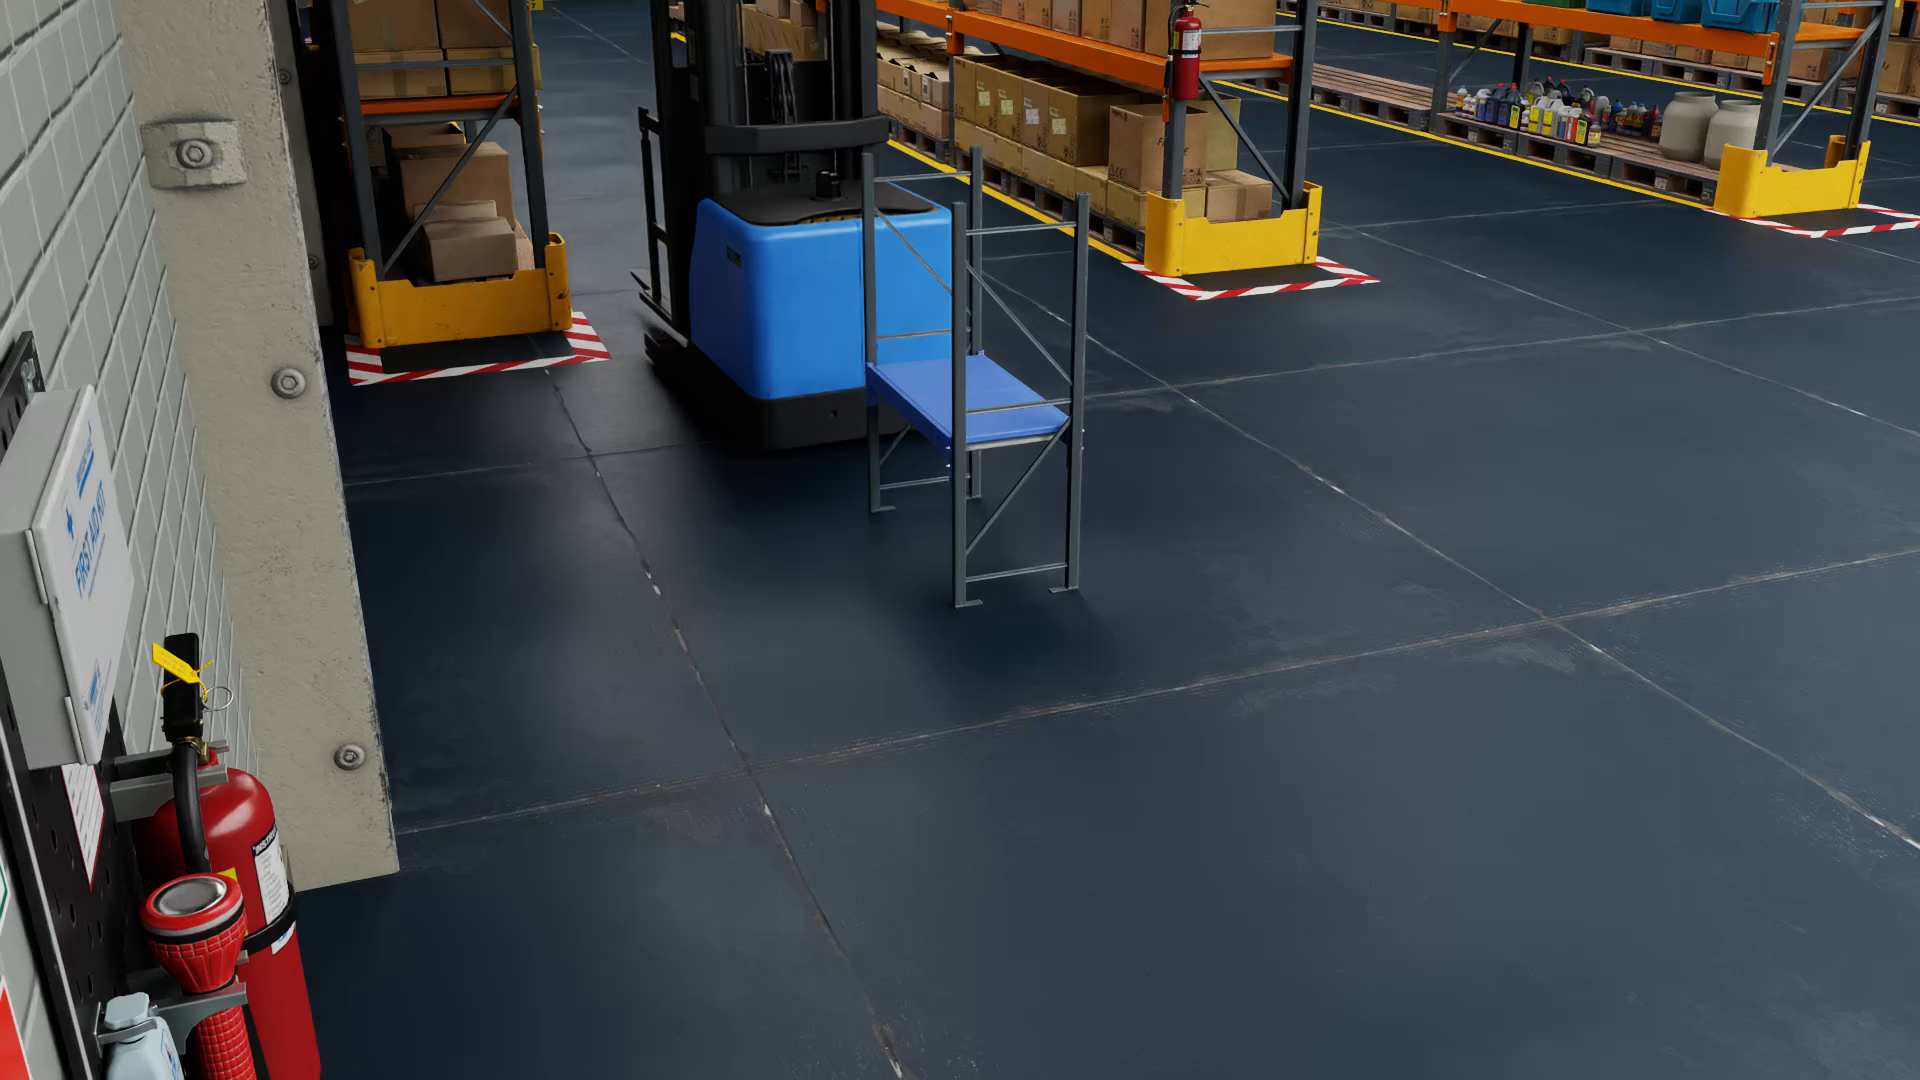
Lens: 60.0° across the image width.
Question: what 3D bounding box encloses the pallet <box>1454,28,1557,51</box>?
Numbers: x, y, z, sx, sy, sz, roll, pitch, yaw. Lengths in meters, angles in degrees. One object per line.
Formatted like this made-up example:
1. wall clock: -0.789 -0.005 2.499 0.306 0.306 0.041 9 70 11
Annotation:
1. pallet: 7.615 -6.962 23.012 1.003 0.211 1.213 -8 24 -19

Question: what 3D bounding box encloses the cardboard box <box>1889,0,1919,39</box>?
1. cardboard box: 13.057 -7.074 22.045 1.050 0.750 0.750 -9 24 -20

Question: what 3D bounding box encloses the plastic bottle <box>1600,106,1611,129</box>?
1. plastic bottle: 5.829 -3.807 14.974 0.097 0.201 0.097 0 23 0

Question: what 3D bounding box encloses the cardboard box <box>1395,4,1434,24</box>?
1. cardboard box: 7.082 -7.945 23.950 1.225 0.875 0.875 -8 24 -19

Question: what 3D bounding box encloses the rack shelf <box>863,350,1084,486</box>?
1. rack shelf: 0.030 -0.494 6.472 0.538 0.185 1.000 -8 24 -19

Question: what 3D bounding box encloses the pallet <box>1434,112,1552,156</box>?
1. pallet: 5.228 -3.839 15.604 1.003 0.211 1.213 -8 24 -19

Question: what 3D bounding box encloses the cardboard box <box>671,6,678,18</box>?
1. cardboard box: -4.019 -7.746 24.386 0.380 0.149 0.250 -8 24 -19

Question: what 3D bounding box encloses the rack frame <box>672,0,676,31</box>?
1. rack frame: -3.845 -9.056 24.391 1.000 3.000 0.127 -8 24 -19

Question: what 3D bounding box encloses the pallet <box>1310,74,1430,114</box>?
1. pallet: 4.281 -4.813 17.915 1.003 0.211 1.213 -8 24 -19

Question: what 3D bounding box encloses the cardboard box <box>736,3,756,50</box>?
1. cardboard box: -2.489 -6.444 20.846 0.500 0.500 0.500 -9 25 -21

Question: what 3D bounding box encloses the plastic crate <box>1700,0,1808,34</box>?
1. plastic crate: 5.986 -3.993 12.570 0.499 0.251 0.616 -8 24 -19

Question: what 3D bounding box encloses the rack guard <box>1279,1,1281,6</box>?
1. rack guard: 5.415 -9.271 28.119 1.175 0.500 0.348 -8 24 -19

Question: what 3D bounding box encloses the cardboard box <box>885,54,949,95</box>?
1. cardboard box: -0.381 -4.358 15.523 0.500 0.311 0.500 -8 24 -19

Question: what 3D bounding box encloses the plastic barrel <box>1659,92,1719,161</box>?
1. plastic barrel: 5.961 -3.379 13.583 0.421 0.512 0.421 0 23 0

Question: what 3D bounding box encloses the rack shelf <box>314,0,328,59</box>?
1. rack shelf: -4.946 -4.410 14.294 1.077 0.370 4.000 -8 24 -19

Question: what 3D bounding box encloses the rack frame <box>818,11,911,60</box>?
1. rack frame: -1.019 -6.149 17.494 1.000 3.000 0.127 -8 24 -19

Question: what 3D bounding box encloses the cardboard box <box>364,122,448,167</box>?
1. cardboard box: -4.515 -3.331 13.459 0.700 0.500 0.500 -7 24 -17

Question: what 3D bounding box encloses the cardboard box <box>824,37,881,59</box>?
1. cardboard box: -1.109 -5.104 17.291 0.500 0.311 0.500 -7 24 -17

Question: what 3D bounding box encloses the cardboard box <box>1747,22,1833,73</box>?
1. cardboard box: 9.315 -5.507 18.621 0.700 0.500 0.500 -8 24 -19

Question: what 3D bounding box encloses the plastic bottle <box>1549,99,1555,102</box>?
1. plastic bottle: 5.273 -3.778 14.809 0.152 0.276 0.135 -8 24 -19

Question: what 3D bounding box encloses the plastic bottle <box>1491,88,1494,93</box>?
1. plastic bottle: 4.971 -4.050 15.445 0.061 0.283 0.133 -8 24 -19

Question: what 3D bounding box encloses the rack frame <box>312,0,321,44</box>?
1. rack frame: -8.478 -8.375 22.775 1.000 3.000 0.127 -8 24 -19

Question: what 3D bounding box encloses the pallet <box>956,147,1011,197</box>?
1. pallet: 0.636 -3.116 13.888 1.003 0.211 1.213 -8 24 -19

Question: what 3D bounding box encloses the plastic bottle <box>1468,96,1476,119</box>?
1. plastic bottle: 4.804 -4.038 15.521 0.097 0.201 0.097 0 23 0

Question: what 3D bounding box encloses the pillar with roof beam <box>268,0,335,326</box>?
1. pillar with roof beam: 0.145 -6.052 9.540 9.100 9.000 0.400 -8 24 -19

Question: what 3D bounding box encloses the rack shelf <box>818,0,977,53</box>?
1. rack shelf: -0.313 -5.091 15.910 1.077 0.370 4.000 -8 24 -19

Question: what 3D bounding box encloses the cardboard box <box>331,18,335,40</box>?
1. cardboard box: -4.080 -3.572 11.547 0.500 0.250 0.500 -9 25 -21

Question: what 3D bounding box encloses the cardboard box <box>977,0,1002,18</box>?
1. cardboard box: 0.557 -4.582 13.646 0.700 0.500 0.500 -9 24 -20

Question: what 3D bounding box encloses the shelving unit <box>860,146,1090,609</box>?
1. shelving unit: 0.030 -0.660 6.402 0.538 1.500 1.048 -8 24 -19

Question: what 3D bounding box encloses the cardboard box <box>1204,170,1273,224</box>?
1. cardboard box: 1.826 -2.394 11.585 0.500 0.250 0.500 -8 24 -19

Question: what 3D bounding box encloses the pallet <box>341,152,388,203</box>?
1. pallet: -4.515 -3.013 13.642 1.003 0.211 1.213 -8 24 -19

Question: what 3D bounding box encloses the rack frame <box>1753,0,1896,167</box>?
1. rack frame: 6.442 -3.921 12.207 1.000 3.000 0.127 -8 24 -19

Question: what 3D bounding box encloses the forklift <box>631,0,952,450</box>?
1. forklift: -1.062 -2.296 8.440 1.130 2.935 3.031 -10 25 -22

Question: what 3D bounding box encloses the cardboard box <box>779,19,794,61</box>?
1. cardboard box: -1.752 -5.696 19.070 0.500 0.500 0.500 -9 25 -21

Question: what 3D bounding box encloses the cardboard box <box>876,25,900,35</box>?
1. cardboard box: -0.913 -5.405 18.380 0.500 0.500 0.500 -7 24 -17

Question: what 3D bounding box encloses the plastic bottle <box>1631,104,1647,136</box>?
1. plastic bottle: 5.972 -3.692 14.611 0.097 0.271 0.097 0 23 0

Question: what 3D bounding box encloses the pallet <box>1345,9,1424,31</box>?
1. pallet: 6.641 -7.963 25.387 1.003 0.211 1.213 -8 24 -19

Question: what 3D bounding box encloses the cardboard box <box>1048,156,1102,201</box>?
1. cardboard box: 0.975 -2.685 12.274 0.500 0.250 0.500 -8 24 -19

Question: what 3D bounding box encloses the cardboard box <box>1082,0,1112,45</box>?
1. cardboard box: 1.294 -3.831 11.866 0.700 0.500 0.500 -8 24 -19

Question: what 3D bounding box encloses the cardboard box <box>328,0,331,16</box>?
1. cardboard box: -3.918 -3.731 10.958 0.500 0.500 0.500 -8 24 -18

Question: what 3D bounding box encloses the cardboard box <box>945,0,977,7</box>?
1. cardboard box: 0.179 -4.800 14.485 0.500 0.250 0.500 -7 24 -16

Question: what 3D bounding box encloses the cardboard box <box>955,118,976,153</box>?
1. cardboard box: 0.274 -3.412 14.000 0.500 0.250 0.500 -8 24 -19

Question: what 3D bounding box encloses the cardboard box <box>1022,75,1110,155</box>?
1. cardboard box: 0.797 -3.212 12.559 0.500 0.500 0.500 -8 24 -19

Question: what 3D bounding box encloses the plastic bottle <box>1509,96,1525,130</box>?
1. plastic bottle: 5.012 -3.841 14.948 0.061 0.283 0.133 -7 24 -17

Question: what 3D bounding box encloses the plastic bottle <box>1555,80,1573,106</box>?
1. plastic bottle: 5.594 -4.092 15.457 0.144 0.351 0.185 -10 25 -22

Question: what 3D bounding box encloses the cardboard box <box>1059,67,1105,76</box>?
1. cardboard box: 1.108 -3.465 13.160 0.500 0.500 0.500 -8 24 -19

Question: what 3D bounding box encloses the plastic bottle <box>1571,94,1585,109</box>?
1. plastic bottle: 5.622 -3.920 15.137 0.061 0.283 0.133 -8 24 -19

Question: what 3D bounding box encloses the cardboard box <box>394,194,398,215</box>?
1. cardboard box: -3.693 -2.320 11.513 0.380 0.149 0.250 -10 25 -23

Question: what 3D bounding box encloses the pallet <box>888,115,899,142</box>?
1. pallet: -0.338 -4.117 16.263 1.003 0.211 1.213 -8 24 -19

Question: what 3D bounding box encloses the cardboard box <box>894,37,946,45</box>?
1. cardboard box: -0.414 -4.990 17.021 0.500 0.311 0.500 -9 24 -20

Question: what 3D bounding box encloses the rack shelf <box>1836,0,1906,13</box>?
1. rack shelf: 8.956 -6.449 19.131 1.077 0.370 4.000 -8 24 -19

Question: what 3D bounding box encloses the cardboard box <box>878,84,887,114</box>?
1. cardboard box: -0.560 -4.288 16.078 0.500 0.250 0.500 -8 24 -18

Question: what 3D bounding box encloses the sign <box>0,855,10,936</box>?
1. sign: -0.820 0.338 1.375 0.001 0.109 0.331 -8 24 -19

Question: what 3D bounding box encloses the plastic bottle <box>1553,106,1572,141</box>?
1. plastic bottle: 5.271 -3.621 14.437 0.152 0.276 0.135 -9 24 -20

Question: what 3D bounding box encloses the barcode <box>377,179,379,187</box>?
1. barcode: -4.219 -2.587 12.054 0.001 0.075 0.075 -8 24 -19

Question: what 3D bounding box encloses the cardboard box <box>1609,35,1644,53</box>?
1. cardboard box: 8.505 -6.317 20.545 0.700 0.500 0.500 -10 25 -22

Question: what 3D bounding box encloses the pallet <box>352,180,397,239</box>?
1. pallet: -3.969 -2.491 12.404 1.003 0.211 1.213 -8 24 -19
